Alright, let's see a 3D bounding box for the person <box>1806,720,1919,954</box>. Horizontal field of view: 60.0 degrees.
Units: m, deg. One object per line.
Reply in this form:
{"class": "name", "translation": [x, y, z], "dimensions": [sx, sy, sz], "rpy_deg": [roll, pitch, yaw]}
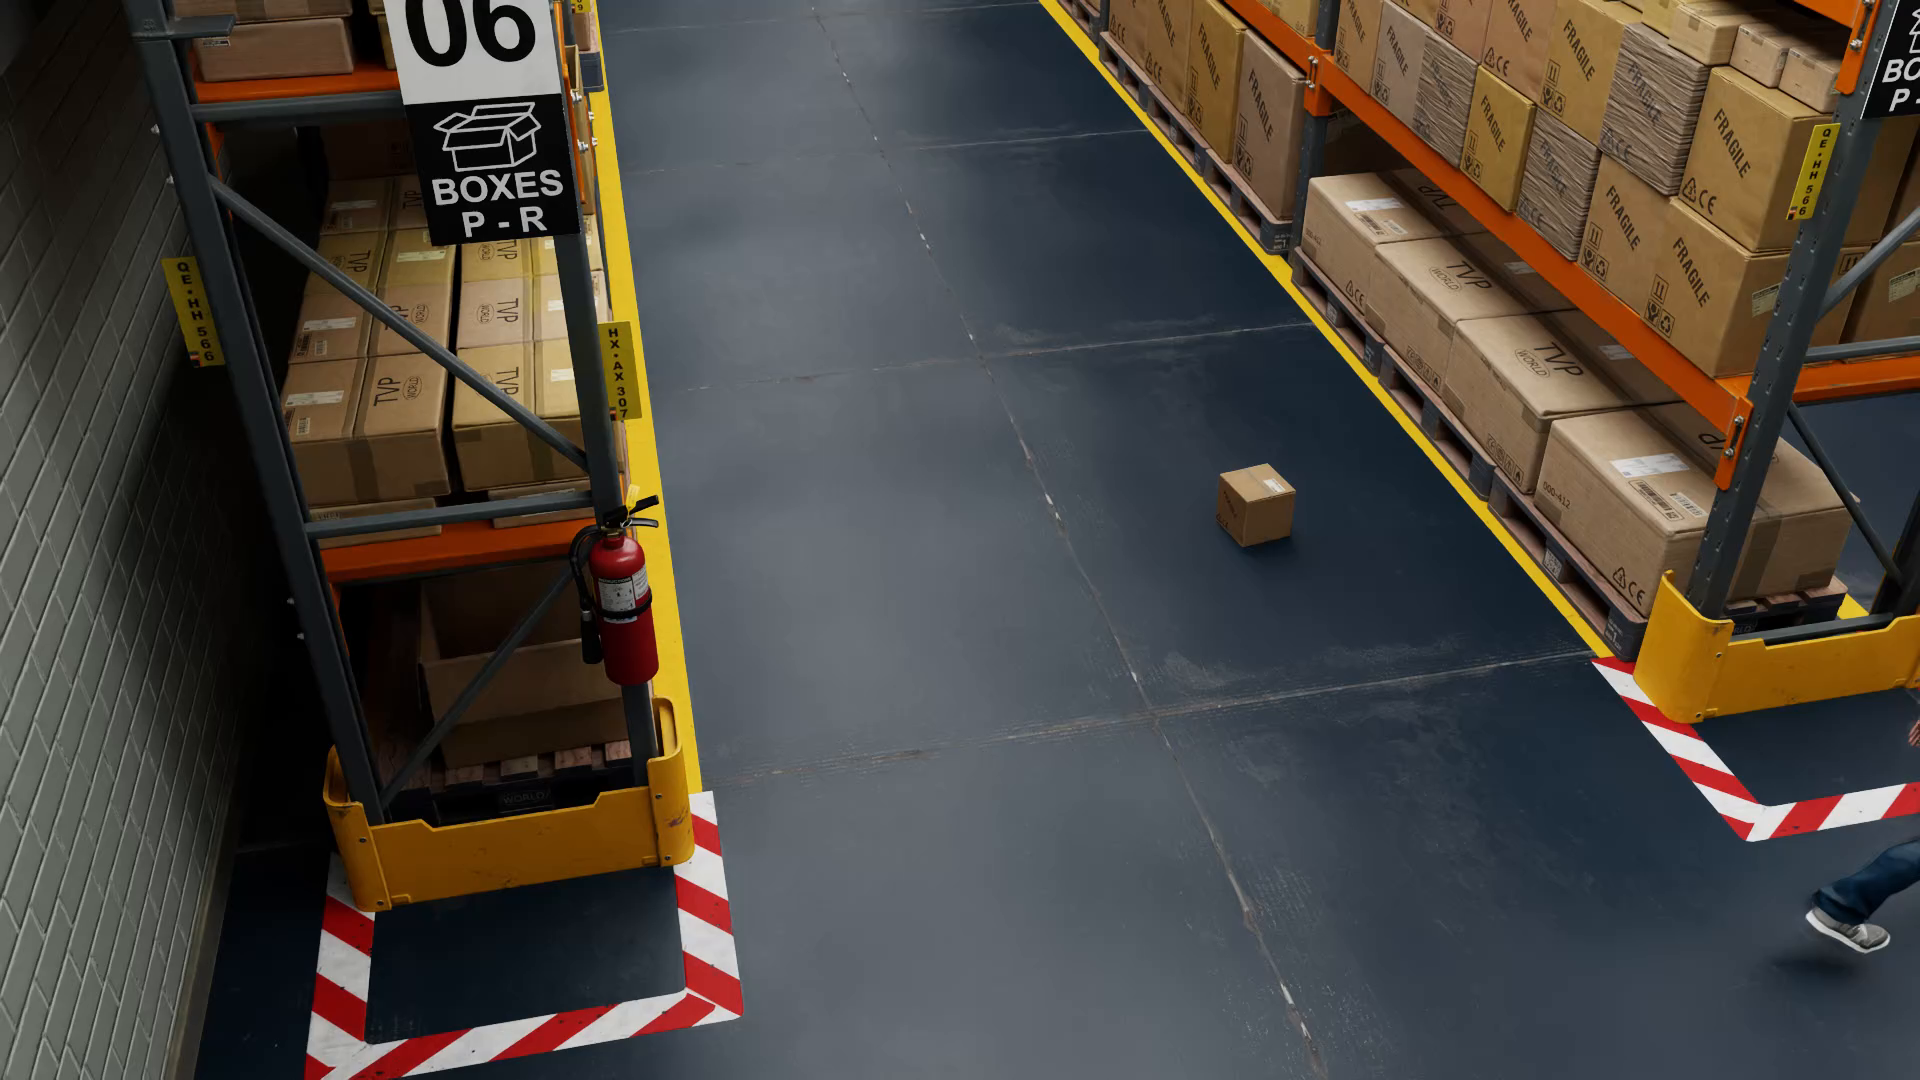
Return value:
{"class": "person", "translation": [3.309, 0.659, 5.224], "dimensions": [1.049, 1.518, 0.469], "rpy_deg": [-3, 35, -5]}
